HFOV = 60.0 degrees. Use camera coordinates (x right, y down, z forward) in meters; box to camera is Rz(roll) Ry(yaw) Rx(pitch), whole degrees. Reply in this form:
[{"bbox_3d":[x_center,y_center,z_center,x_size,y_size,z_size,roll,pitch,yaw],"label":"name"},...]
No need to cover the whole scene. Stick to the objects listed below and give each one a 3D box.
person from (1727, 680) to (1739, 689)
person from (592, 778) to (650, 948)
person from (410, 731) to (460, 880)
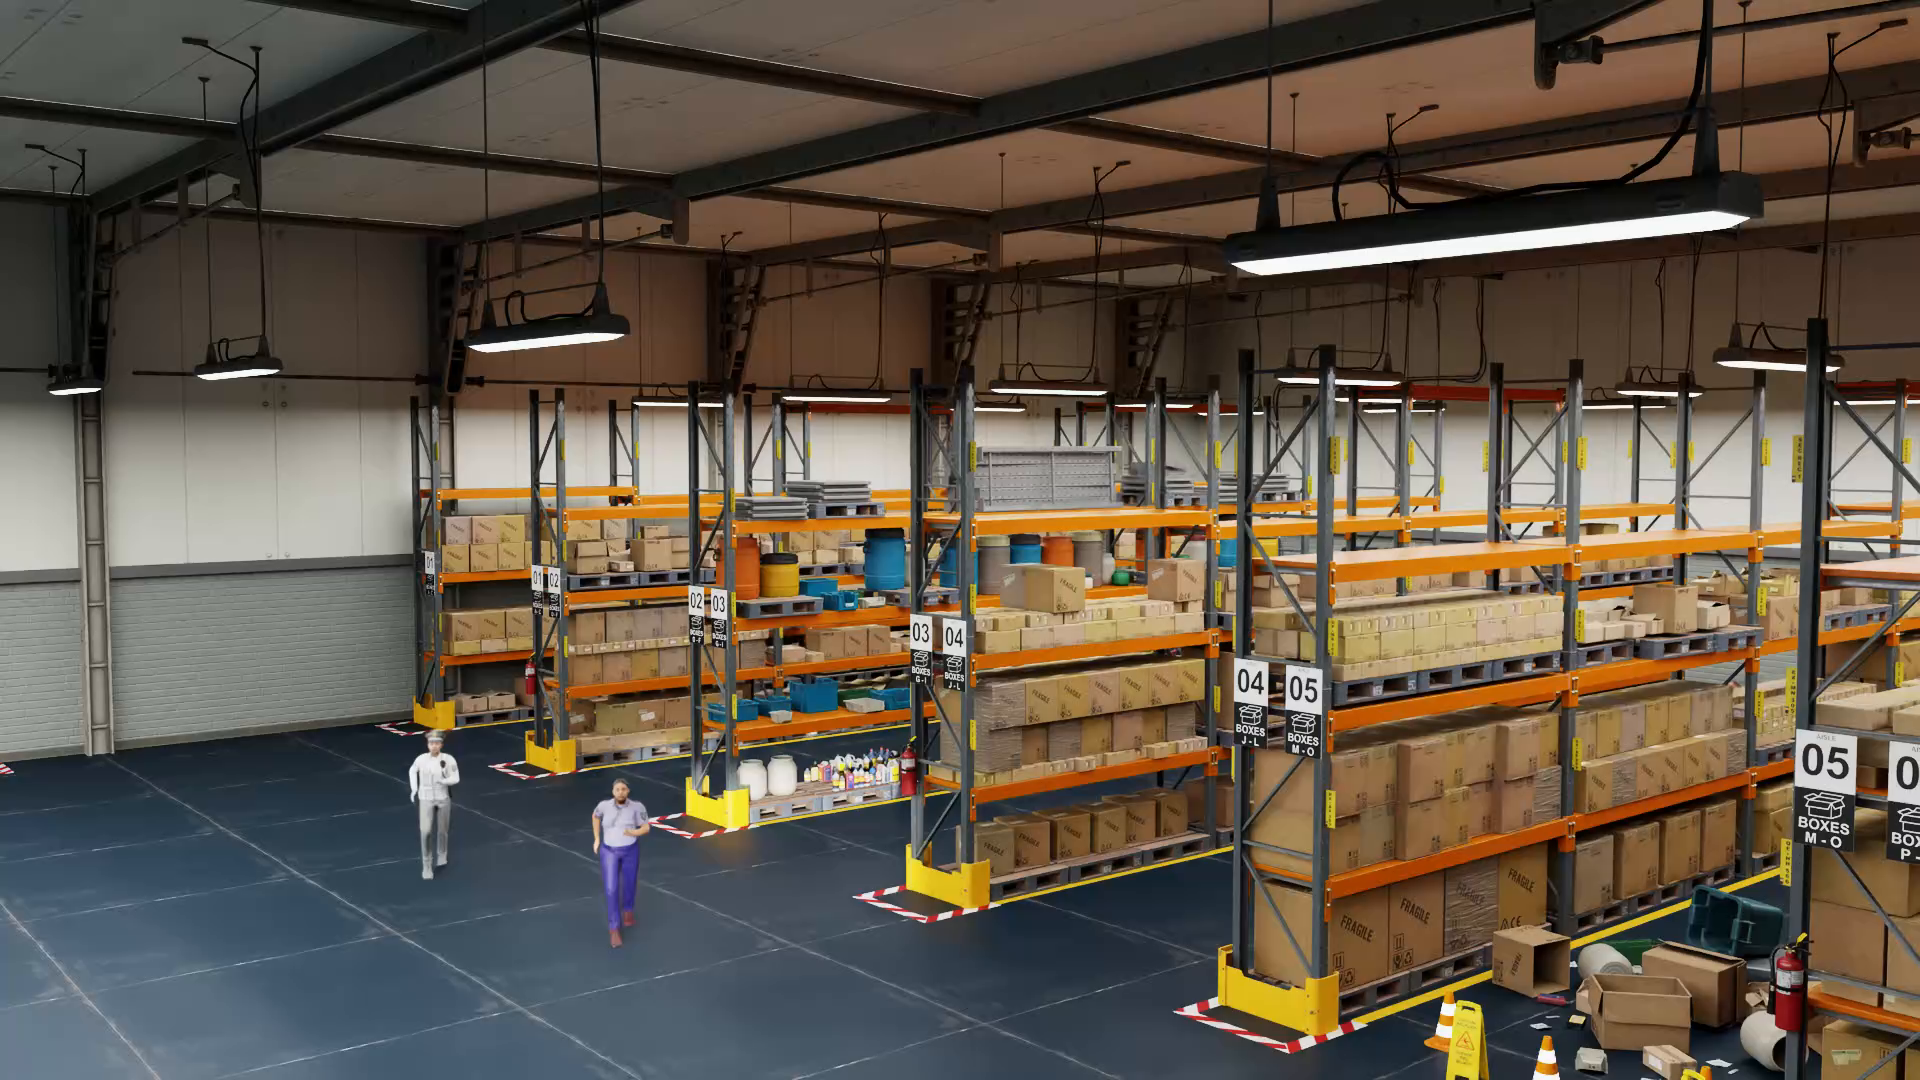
[{"bbox_3d":[11.185,2.913,24.102,0.767,1.773,0.670,-2,4,-32],"label":"person"},{"bbox_3d":[-3.531,3.308,17.355,0.580,1.694,0.838,-1,3,-14],"label":"person"},{"bbox_3d":[-6.281,3.148,19.890,0.578,1.753,0.744,-1,4,-16],"label":"person"}]
